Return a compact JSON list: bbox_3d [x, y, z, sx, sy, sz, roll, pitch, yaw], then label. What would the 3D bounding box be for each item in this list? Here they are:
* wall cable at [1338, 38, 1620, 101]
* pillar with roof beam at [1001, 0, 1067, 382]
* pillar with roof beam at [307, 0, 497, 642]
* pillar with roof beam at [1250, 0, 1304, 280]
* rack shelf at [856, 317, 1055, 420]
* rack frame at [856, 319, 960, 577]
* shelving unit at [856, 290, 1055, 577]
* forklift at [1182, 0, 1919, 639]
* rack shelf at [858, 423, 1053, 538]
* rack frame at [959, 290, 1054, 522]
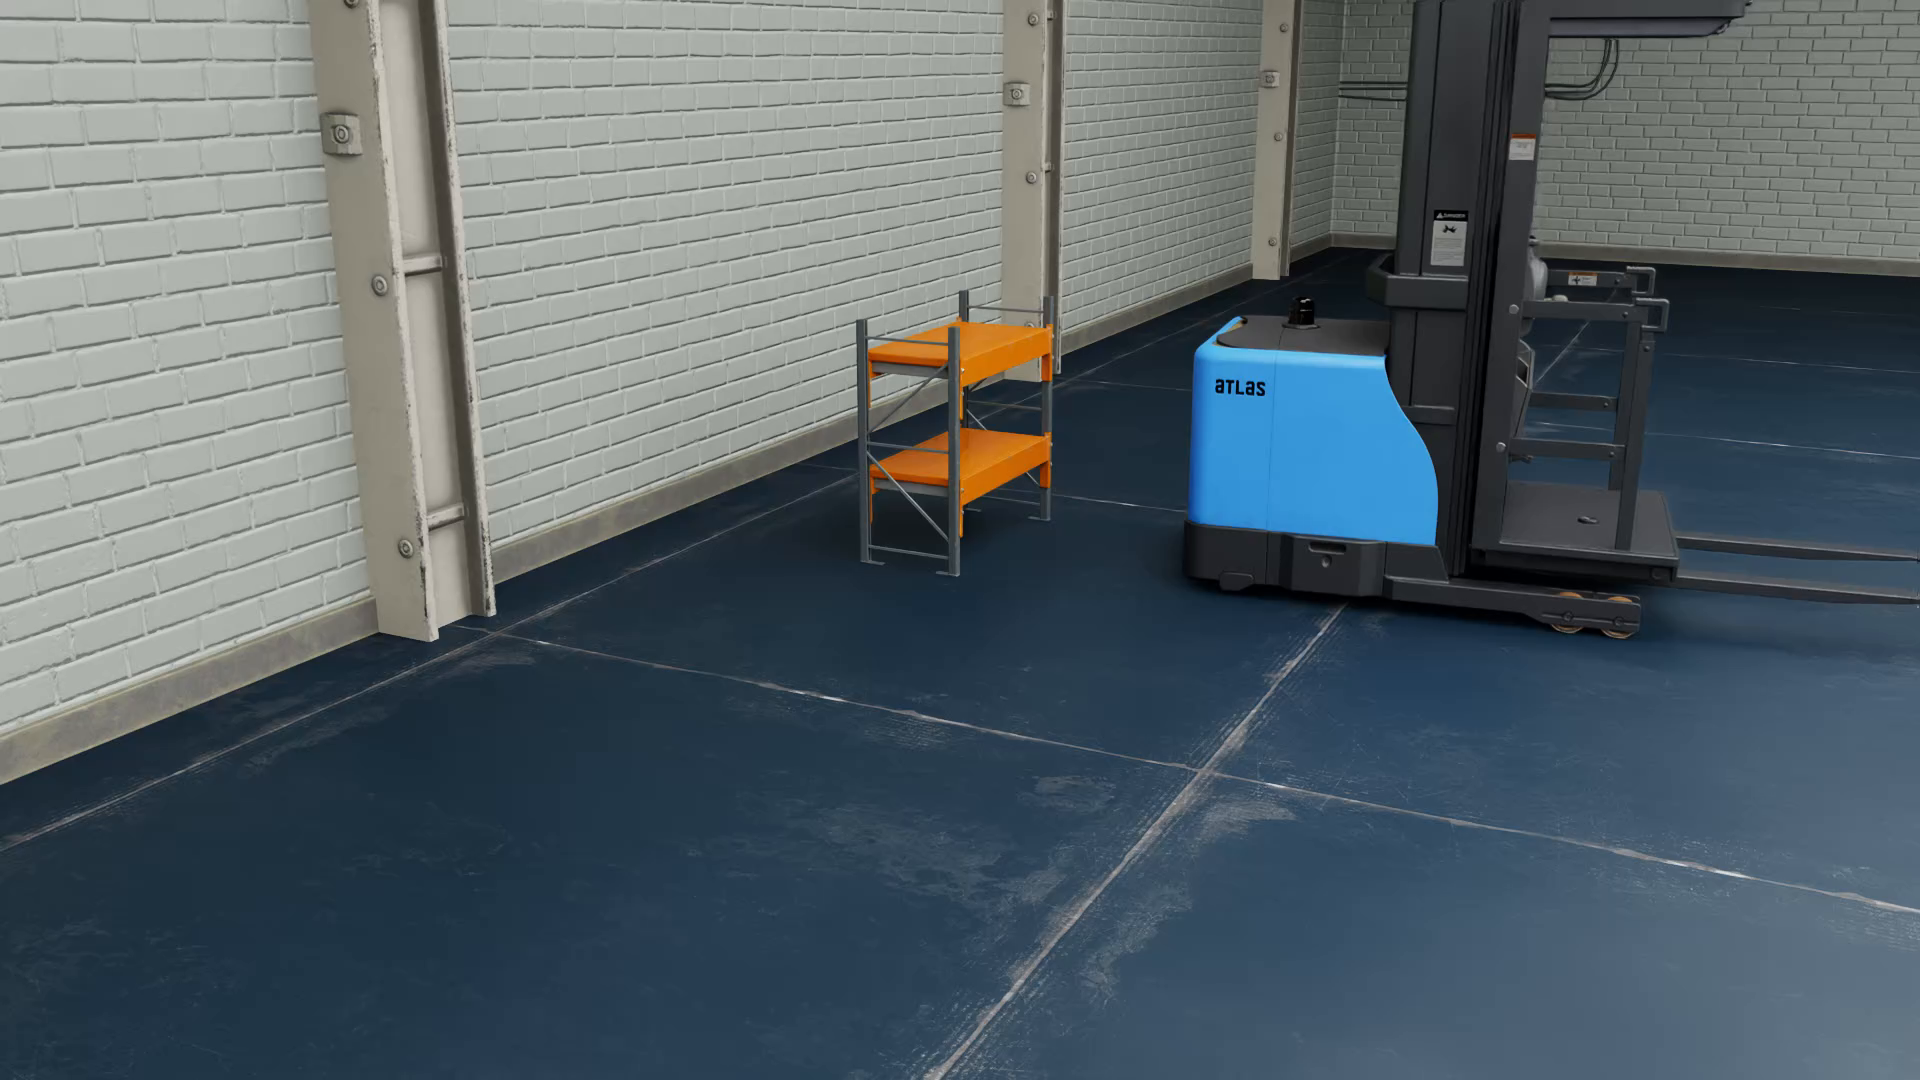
[{"bbox_3d":[5.692,-6.126,18.298,3.097,2.526,0.112,8,18,25],"label":"wall cable"},{"bbox_3d":[4.363,-4.956,8.906,9.100,9.000,0.400,8,18,25],"label":"pillar with roof beam"},{"bbox_3d":[1.682,-3.428,3.761,9.100,9.000,0.400,8,18,25],"label":"pillar with roof beam"},{"bbox_3d":[7.044,-6.485,14.052,9.100,9.000,0.400,8,18,25],"label":"pillar with roof beam"},{"bbox_3d":[-0.003,-0.818,7.775,0.538,0.278,1.000,8,18,25],"label":"rack shelf"},{"bbox_3d":[-0.230,-0.408,7.422,0.500,1.125,0.032,8,18,25],"label":"rack frame"},{"bbox_3d":[-0.003,-0.537,7.858,0.538,1.125,1.048,8,18,25],"label":"shelving unit"},{"bbox_3d":[2.551,-1.179,6.845,3.031,2.935,1.130,6,17,18],"label":"forklift"},{"bbox_3d":[-0.003,-0.303,7.928,0.538,0.278,1.000,8,18,25],"label":"rack shelf"},{"bbox_3d":[0.224,-0.667,8.294,0.500,1.125,0.032,8,18,25],"label":"rack frame"}]
